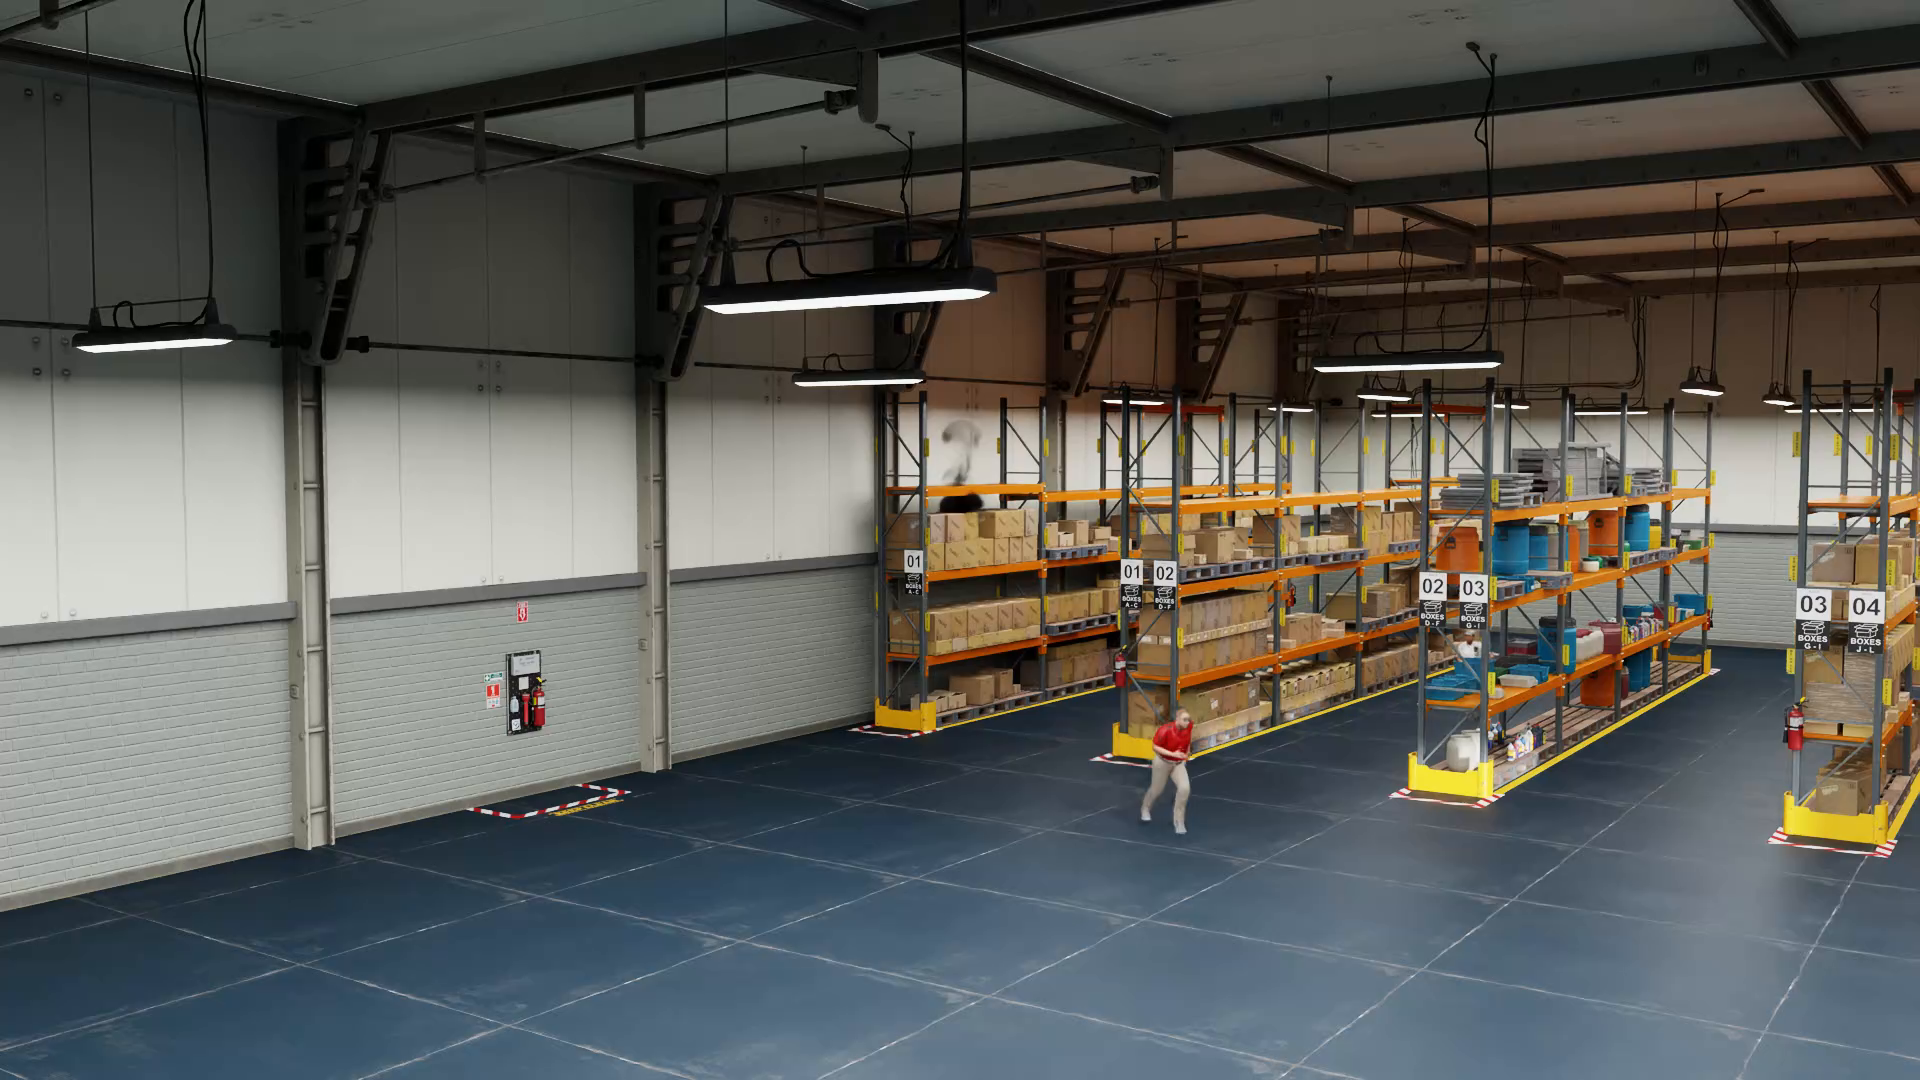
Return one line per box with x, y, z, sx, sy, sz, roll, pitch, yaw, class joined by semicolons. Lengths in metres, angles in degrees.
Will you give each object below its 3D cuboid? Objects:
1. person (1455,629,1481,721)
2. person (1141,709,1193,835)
9.425;2.493;30.683;0.557;1.707;0.760;3;4;40;person
2.720;3.008;21.839;0.706;1.697;1.014;-2;4;-28;person
